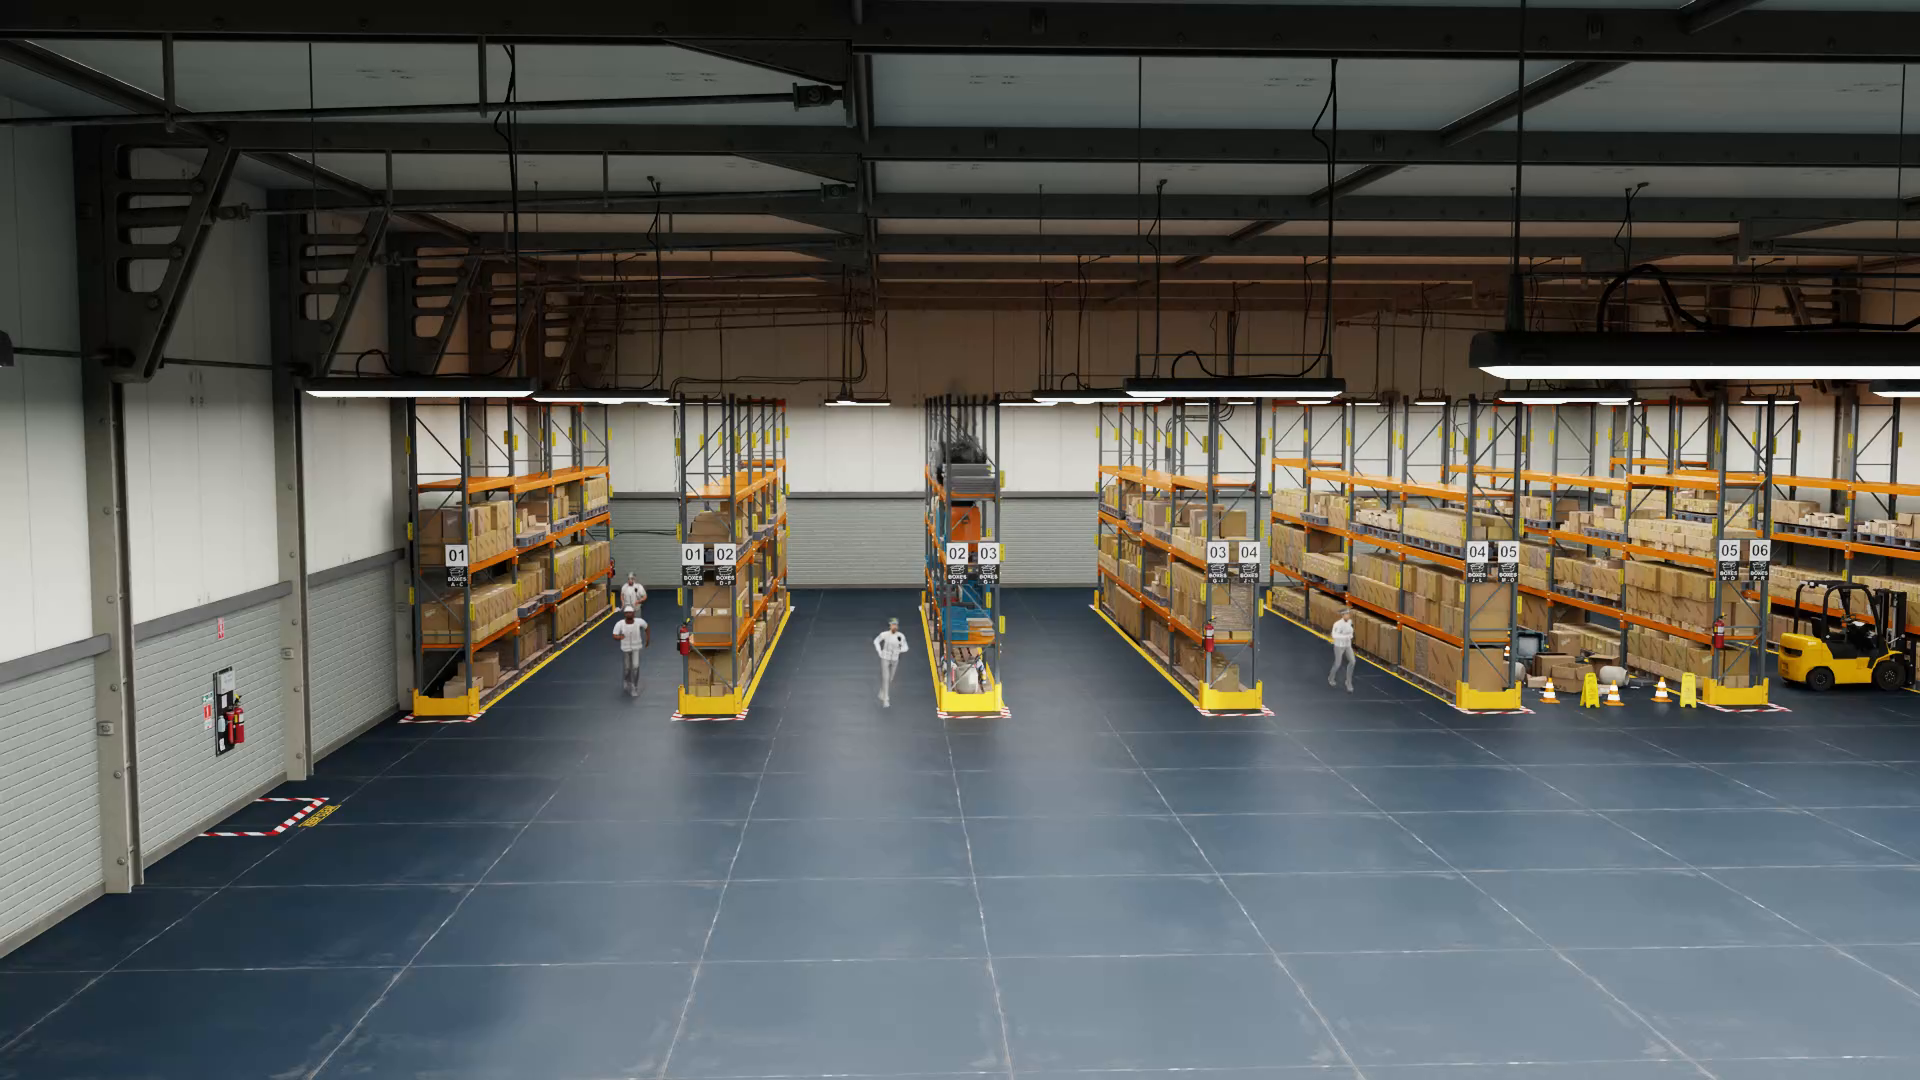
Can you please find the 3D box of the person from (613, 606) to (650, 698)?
[{"bbox_3d":[-6.585,2.213,33.338,0.710,1.819,0.906,-1,5,-8],"label":"person"}]

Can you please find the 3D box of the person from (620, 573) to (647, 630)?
[{"bbox_3d":[-7.844,1.657,39.940,0.653,1.782,0.912,0,5,-3],"label":"person"}]

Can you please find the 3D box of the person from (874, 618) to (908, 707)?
[{"bbox_3d":[-1.330,2.351,32.305,0.640,1.702,0.853,-1,5,-14],"label":"person"}]

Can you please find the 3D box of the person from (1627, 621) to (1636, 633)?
[{"bbox_3d":[16.999,1.540,42.329,0.546,1.661,0.608,-1,5,-13],"label":"person"}]

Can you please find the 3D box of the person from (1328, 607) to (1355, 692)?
[{"bbox_3d":[7.792,2.209,33.941,0.638,1.728,0.830,-2,5,-24],"label":"person"}]
